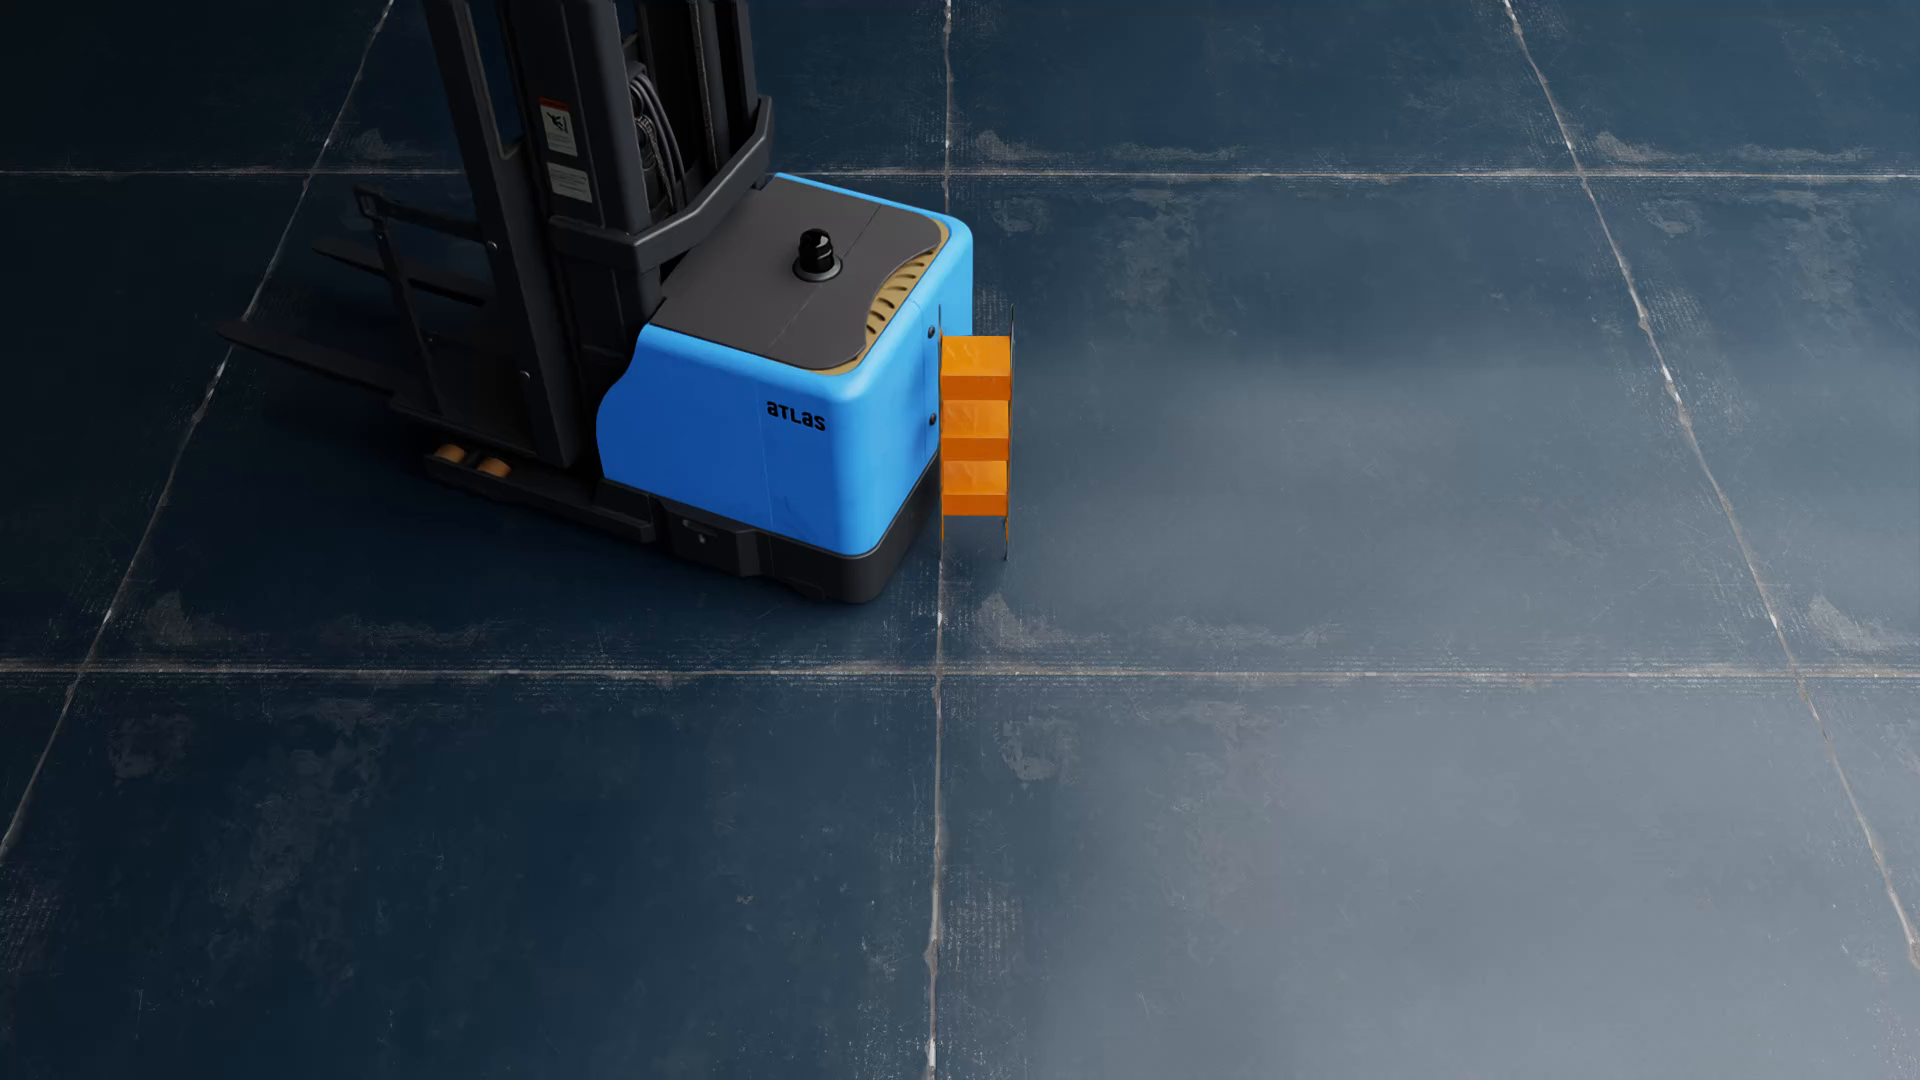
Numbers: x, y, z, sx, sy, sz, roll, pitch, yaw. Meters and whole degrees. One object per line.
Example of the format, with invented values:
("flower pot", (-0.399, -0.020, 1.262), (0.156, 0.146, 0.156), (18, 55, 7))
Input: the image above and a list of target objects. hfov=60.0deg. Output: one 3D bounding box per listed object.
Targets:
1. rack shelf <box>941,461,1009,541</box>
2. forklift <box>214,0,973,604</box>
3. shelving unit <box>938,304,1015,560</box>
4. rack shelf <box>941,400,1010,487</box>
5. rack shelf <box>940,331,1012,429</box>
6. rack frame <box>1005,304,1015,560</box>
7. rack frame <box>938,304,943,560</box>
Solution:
("rack shelf", (0.054, -0.161, 6.077), (0.240, 0.259, 0.215), (0, 47, 0))
("forklift", (-1.506, -1.488, 5.632), (3.031, 2.935, 1.130), (17, 49, 16))
("shelving unit", (0.054, -0.358, 5.866), (0.252, 1.050, 0.215), (0, 47, 0))
("rack shelf", (0.054, -0.350, 5.873), (0.240, 0.259, 0.215), (0, 47, 0))
("rack shelf", (0.054, -0.544, 5.666), (0.240, 0.259, 0.215), (0, 47, 0))
("rack frame", (0.176, -0.357, 5.865), (0.008, 1.050, 0.200), (0, 47, 0))
("rack frame", (-0.068, -0.358, 5.866), (0.008, 1.050, 0.200), (0, 47, 0))
